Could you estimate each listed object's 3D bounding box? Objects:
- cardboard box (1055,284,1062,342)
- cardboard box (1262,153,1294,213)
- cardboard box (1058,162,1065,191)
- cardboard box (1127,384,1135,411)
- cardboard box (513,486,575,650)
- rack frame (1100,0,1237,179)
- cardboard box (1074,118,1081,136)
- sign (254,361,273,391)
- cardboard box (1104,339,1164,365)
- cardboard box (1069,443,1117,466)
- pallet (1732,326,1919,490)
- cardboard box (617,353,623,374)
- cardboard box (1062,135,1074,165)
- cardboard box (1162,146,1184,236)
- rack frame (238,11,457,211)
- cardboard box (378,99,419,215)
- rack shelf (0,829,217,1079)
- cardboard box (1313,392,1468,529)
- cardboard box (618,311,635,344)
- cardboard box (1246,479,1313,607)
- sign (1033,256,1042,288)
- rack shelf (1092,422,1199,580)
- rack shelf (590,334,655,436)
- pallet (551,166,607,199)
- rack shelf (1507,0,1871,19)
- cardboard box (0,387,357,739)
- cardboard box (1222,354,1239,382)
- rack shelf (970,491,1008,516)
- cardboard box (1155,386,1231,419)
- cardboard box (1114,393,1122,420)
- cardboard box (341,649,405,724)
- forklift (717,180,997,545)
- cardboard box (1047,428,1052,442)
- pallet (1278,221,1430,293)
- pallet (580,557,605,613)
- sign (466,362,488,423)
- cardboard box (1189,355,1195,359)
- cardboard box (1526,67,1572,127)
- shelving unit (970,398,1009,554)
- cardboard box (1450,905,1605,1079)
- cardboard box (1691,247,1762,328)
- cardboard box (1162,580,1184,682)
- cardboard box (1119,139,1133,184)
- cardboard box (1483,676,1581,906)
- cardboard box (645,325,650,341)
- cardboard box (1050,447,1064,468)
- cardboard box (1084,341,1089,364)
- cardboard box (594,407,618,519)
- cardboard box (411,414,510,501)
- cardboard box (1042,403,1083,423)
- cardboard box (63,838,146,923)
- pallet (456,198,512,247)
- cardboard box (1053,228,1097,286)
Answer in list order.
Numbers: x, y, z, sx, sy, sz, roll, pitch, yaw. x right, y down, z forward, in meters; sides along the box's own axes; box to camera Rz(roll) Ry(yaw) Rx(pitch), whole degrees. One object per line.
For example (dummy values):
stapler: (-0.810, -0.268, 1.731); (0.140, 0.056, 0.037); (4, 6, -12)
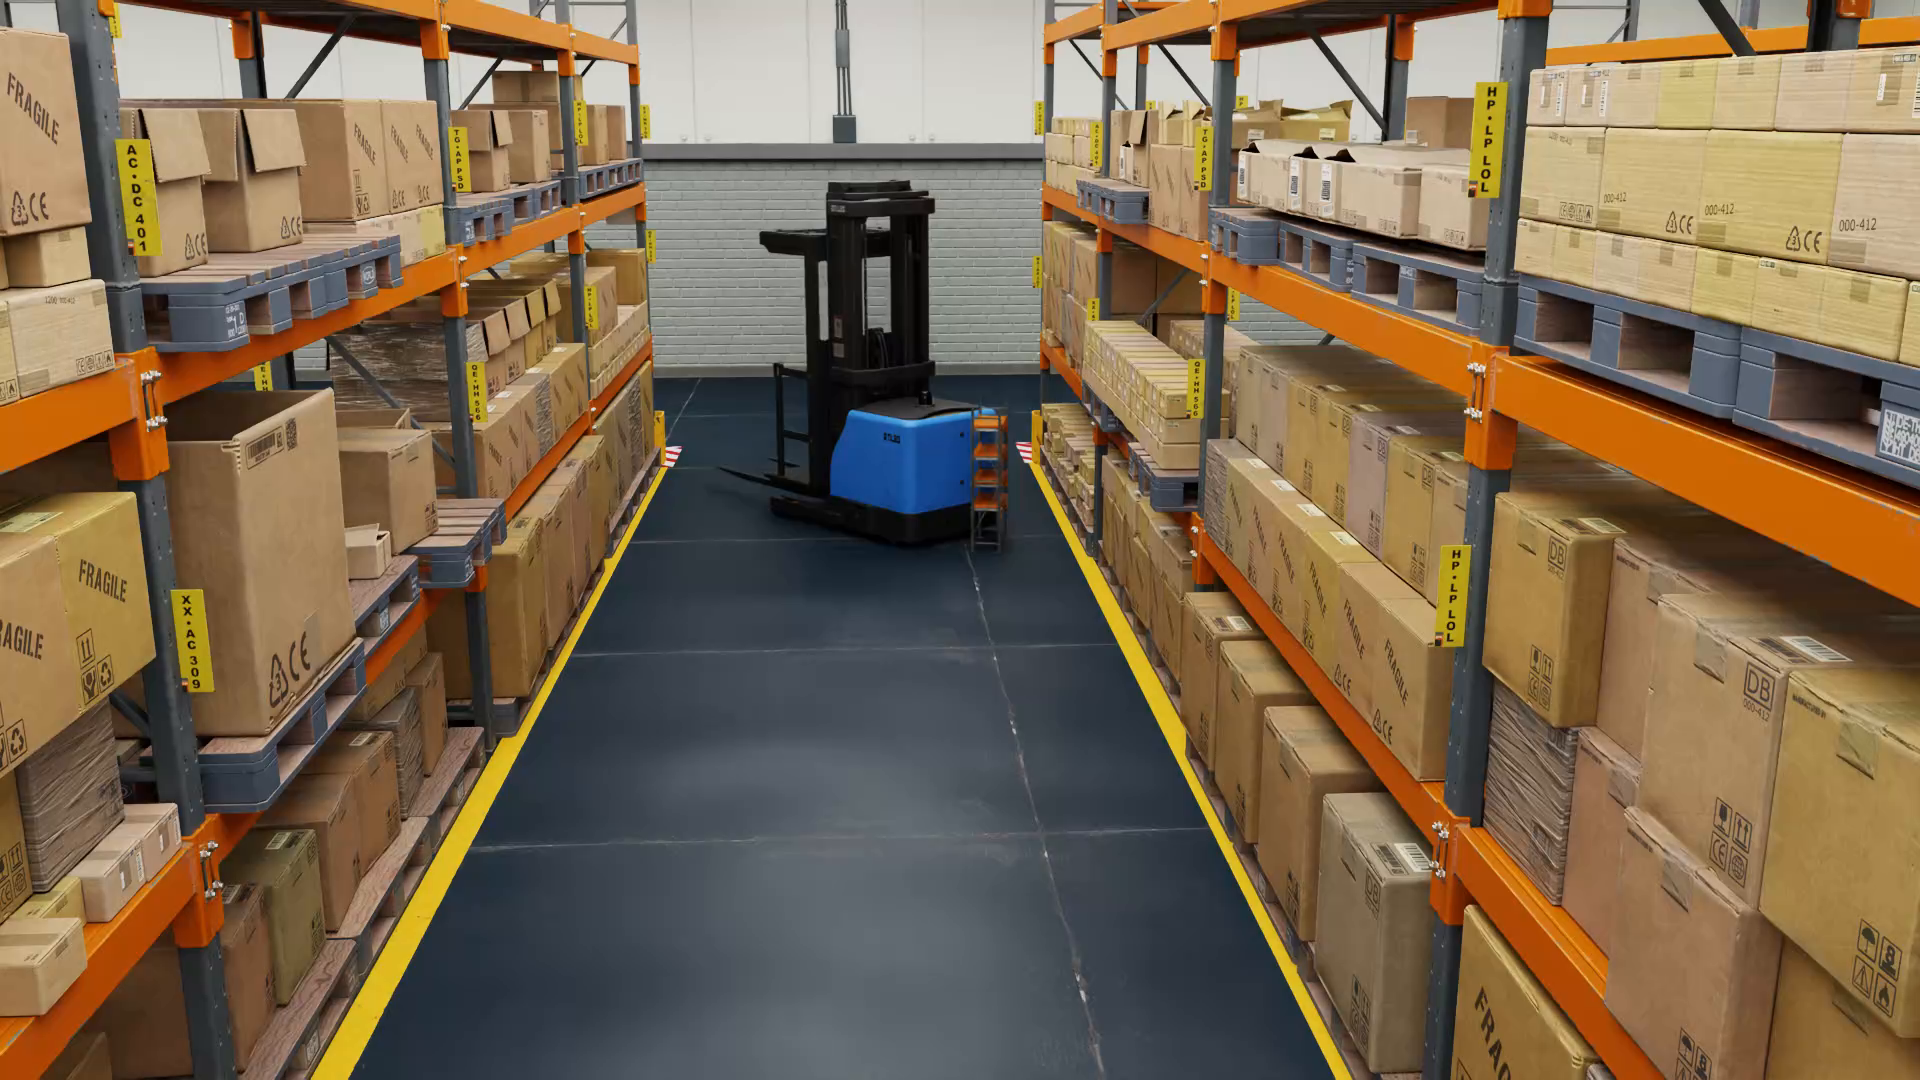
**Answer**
cardboard box: (1.158, -2.119, 15.446); (0.500, 0.500, 0.500); (-1, 14, -3)
cardboard box: (1.681, -1.632, 7.587); (0.500, 0.250, 0.500); (0, 14, -2)
cardboard box: (1.175, -3.303, 15.126); (0.500, 0.250, 0.500); (-1, 14, -5)
cardboard box: (1.275, -0.906, 10.591); (0.380, 0.149, 0.250); (-1, 14, -4)
cardboard box: (-3.201, 0.175, 10.747); (1.225, 0.875, 0.875); (-1, 14, -3)
rack frame: (1.577, -4.208, 12.323); (1.000, 3.000, 0.127); (-1, 14, -3)
cardboard box: (1.179, -3.513, 14.138); (0.380, 0.149, 0.250); (-1, 14, -4)
sign: (-3.686, -0.808, 8.823); (0.100, 0.325, 0.005); (-1, 14, -3)
cardboard box: (1.209, -1.309, 11.561); (0.380, 0.149, 0.250); (-1, 14, -4)
cardboard box: (1.170, -0.755, 14.624); (0.380, 0.149, 0.250); (-2, 15, -6)
pallet: (2.186, -0.217, 3.007); (1.003, 0.211, 1.213); (-1, 14, -3)
cardboard box: (-3.147, -1.531, 14.460); (0.380, 0.149, 0.250); (-1, 14, -3)
cardboard box: (1.183, -3.425, 14.597); (0.500, 0.250, 0.500); (-1, 14, -6)
cardboard box: (1.492, -2.071, 9.837); (0.500, 0.500, 0.500); (-1, 14, -3)
rack frame: (-3.132, -3.162, 8.256); (1.000, 3.000, 0.127); (-1, 14, -3)
cardboard box: (-2.810, -1.758, 7.614); (0.500, 0.500, 0.500); (-1, 14, -4)
rack shelf: (-2.760, 1.584, 3.294); (1.077, 0.370, 4.000); (-1, 14, -3)
cardboard box: (1.941, -0.348, 7.154); (0.700, 0.500, 0.500); (-1, 14, -4)
cardboard box: (-3.270, -1.948, 15.284); (0.500, 0.250, 0.500); (-1, 14, -5)
cardboard box: (1.648, 0.011, 7.762); (0.500, 0.500, 0.500); (-1, 14, -3)
sign: (0.788, -2.708, 16.796); (0.100, 0.325, 0.005); (-1, 14, -3)
rack shelf: (1.701, -0.457, 11.227); (1.077, 0.370, 4.000); (-1, 14, -3)
rack shelf: (-3.504, -1.400, 14.893); (1.077, 0.370, 4.000); (-1, 14, -3)
pallet: (-3.420, -2.865, 13.299); (1.003, 0.211, 1.213); (-1, 14, -3)
rack shelf: (2.197, -1.179, 2.796); (1.077, 0.370, 4.000); (-1, 14, -3)
cardboard box: (-2.793, 0.045, 5.787); (1.000, 1.000, 1.000); (-1, 14, -3)
cardboard box: (1.907, -1.123, 10.837); (0.380, 0.149, 0.250); (0, 14, -2)
rack shelf: (0.244, -0.276, 13.756); (0.258, 0.148, 0.480); (2, 15, 8)
cardboard box: (1.337, -0.793, 9.555); (0.380, 0.149, 0.250); (-1, 15, -6)
cardboard box: (1.241, -0.892, 11.135); (0.380, 0.149, 0.250); (-2, 15, -6)
cardboard box: (-3.017, 0.676, 8.009); (0.500, 0.250, 0.500); (1, 14, 3)
forklift: (-1.047, -1.681, 14.680); (1.130, 2.935, 3.031); (-13, 19, -41)
cardboard box: (1.066, -1.061, 16.412); (0.380, 0.149, 0.250); (-1, 14, -4)
pallet: (1.990, -1.232, 7.154); (1.003, 0.211, 1.213); (0, 14, -1)
pallet: (-3.257, 0.290, 12.476); (1.003, 0.211, 1.213); (-1, 14, -3)
sign: (-2.591, -0.790, 8.911); (0.100, 0.325, 0.005); (-1, 14, -3)
cardboard box: (1.850, -1.238, 11.881); (0.380, 0.149, 0.250); (-1, 14, -5)
cardboard box: (1.756, -1.186, 4.459); (0.380, 0.149, 0.250); (-1, 14, -3)
shelving unit: (0.244, -0.533, 13.690); (0.258, 1.200, 0.503); (2, 15, 8)
cardboard box: (2.042, 1.670, 4.938); (0.875, 0.875, 0.875); (-1, 14, -3)
cardboard box: (1.821, -0.547, 3.574); (0.380, 0.149, 0.250); (-1, 14, -4)
cardboard box: (1.523, 0.540, 10.083); (0.500, 0.500, 0.500); (-1, 14, -4)
cardboard box: (1.422, -2.694, 11.792); (0.500, 0.311, 0.500); (-1, 14, -4)
cardboard box: (2.108, 0.706, 4.963); (0.875, 0.550, 0.550); (-1, 14, -3)
cardboard box: (-3.277, -2.041, 16.444); (0.380, 0.149, 0.250); (-1, 14, -2)
cardboard box: (1.069, -0.794, 15.972); (0.380, 0.149, 0.250); (-1, 14, -3)
cardboard box: (1.142, -1.424, 12.604); (0.380, 0.149, 0.250); (-1, 14, -3)
cardboard box: (-3.341, -0.591, 13.725); (0.875, 0.875, 0.875); (-1, 14, -3)
cardboard box: (-2.890, -0.430, 9.478); (0.500, 0.500, 0.500); (0, 14, -2)
cardboard box: (1.023, -1.273, 16.639); (0.380, 0.149, 0.250); (-2, 15, -6)
cardboard box: (-2.571, 0.971, 4.736); (0.380, 0.149, 0.250); (-1, 14, -3)
pallet: (-3.225, -1.777, 9.273); (1.213, 0.211, 1.003); (0, 14, -1)
cardboard box: (1.140, -2.603, 15.321); (0.500, 0.500, 0.500); (-1, 14, -5)
